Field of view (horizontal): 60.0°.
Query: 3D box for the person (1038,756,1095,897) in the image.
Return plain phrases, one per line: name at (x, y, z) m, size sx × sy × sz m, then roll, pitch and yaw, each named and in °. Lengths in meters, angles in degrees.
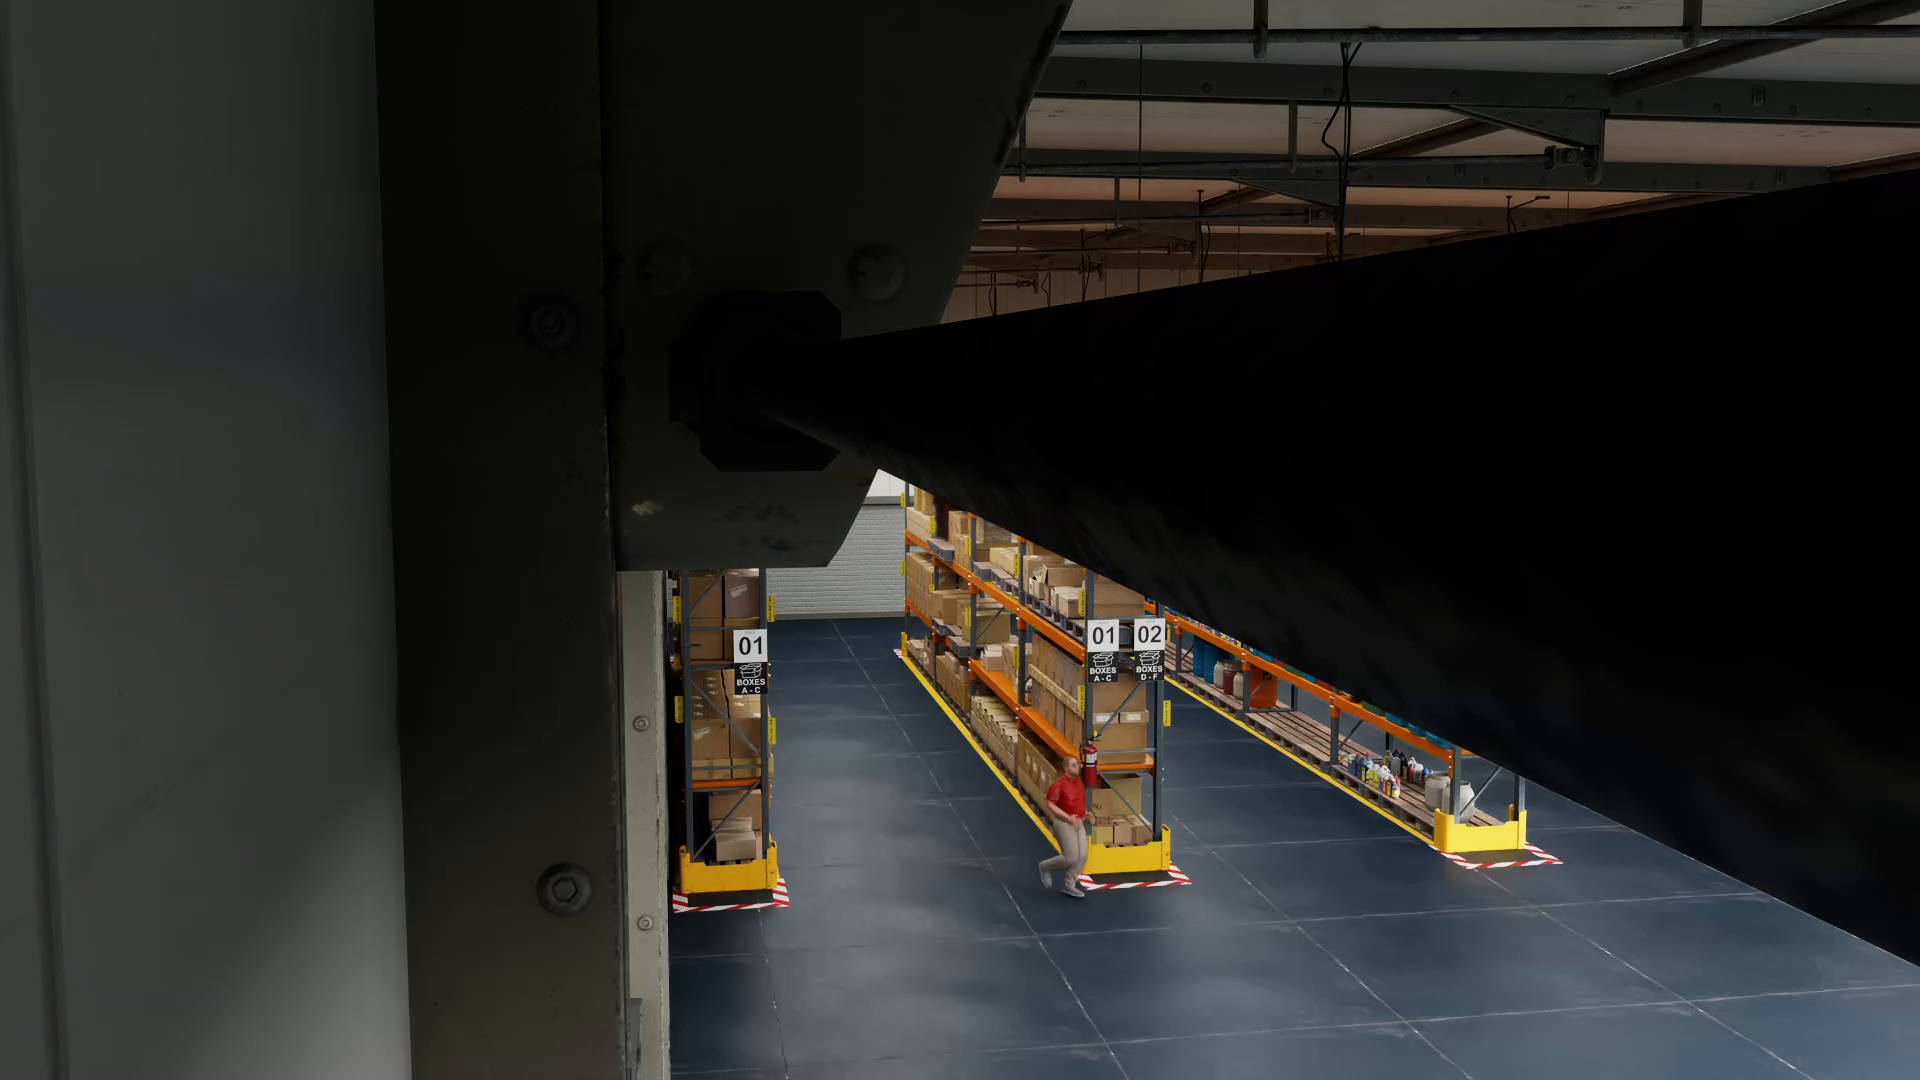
person at (1.284, 3.424, 19.986) m, size 0.623 × 1.681 × 0.656 m, roll 4°, pitch 7°, yaw 37°
